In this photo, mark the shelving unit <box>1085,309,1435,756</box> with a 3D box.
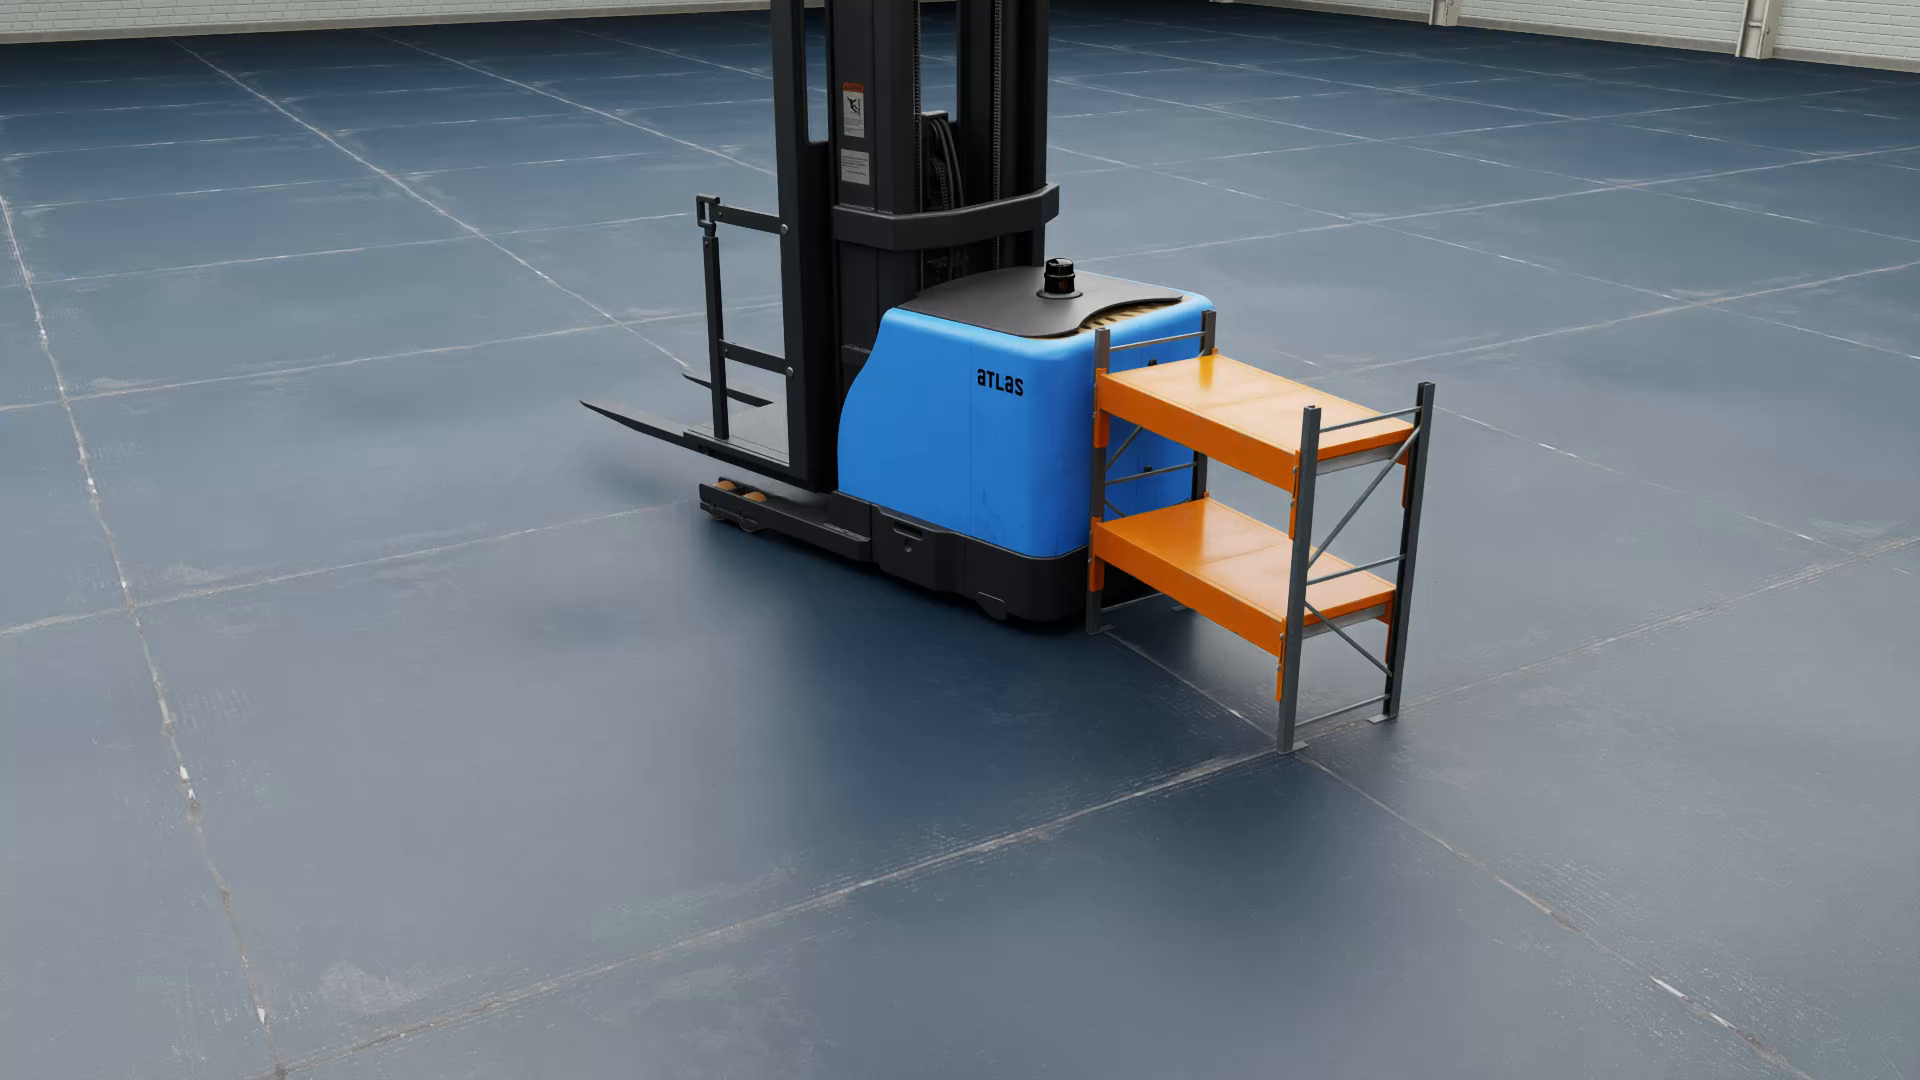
[{"bbox_3d":[0.938,-0.068,5.485,0.538,1.125,1.048,-13,26,-29],"label":"shelving unit"}]

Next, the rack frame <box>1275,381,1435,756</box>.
[{"bbox_3d":[1.204,0.095,5.084,0.500,1.125,0.032,-13,26,-29],"label":"rack frame"}]

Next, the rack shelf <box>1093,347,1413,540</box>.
[{"bbox_3d":[0.938,-0.339,5.375,0.538,0.278,1.000,-13,26,-29],"label":"rack shelf"}]

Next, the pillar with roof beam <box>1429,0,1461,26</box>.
[{"bbox_3d":[4.625,-12.212,24.905,9.100,9.000,0.400,-13,25,-28],"label":"pillar with roof beam"}]

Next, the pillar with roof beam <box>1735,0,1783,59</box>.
[{"bbox_3d":[7.689,-10.269,20.126,9.100,9.000,0.400,-13,25,-28],"label":"pillar with roof beam"}]

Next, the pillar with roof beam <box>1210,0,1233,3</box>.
[{"bbox_3d":[1.560,-14.154,29.683,9.100,9.000,0.400,-13,25,-28],"label":"pillar with roof beam"}]

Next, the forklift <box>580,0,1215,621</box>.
[{"bbox_3d":[-0.458,-1.517,6.651,3.031,2.935,1.130,19,29,39],"label":"forklift"}]

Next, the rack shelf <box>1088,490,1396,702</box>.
[{"bbox_3d":[0.938,0.158,5.577,0.538,0.278,1.000,-13,26,-29],"label":"rack shelf"}]

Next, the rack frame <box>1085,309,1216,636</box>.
[{"bbox_3d":[0.672,-0.231,5.886,0.500,1.125,0.032,-13,26,-29],"label":"rack frame"}]
